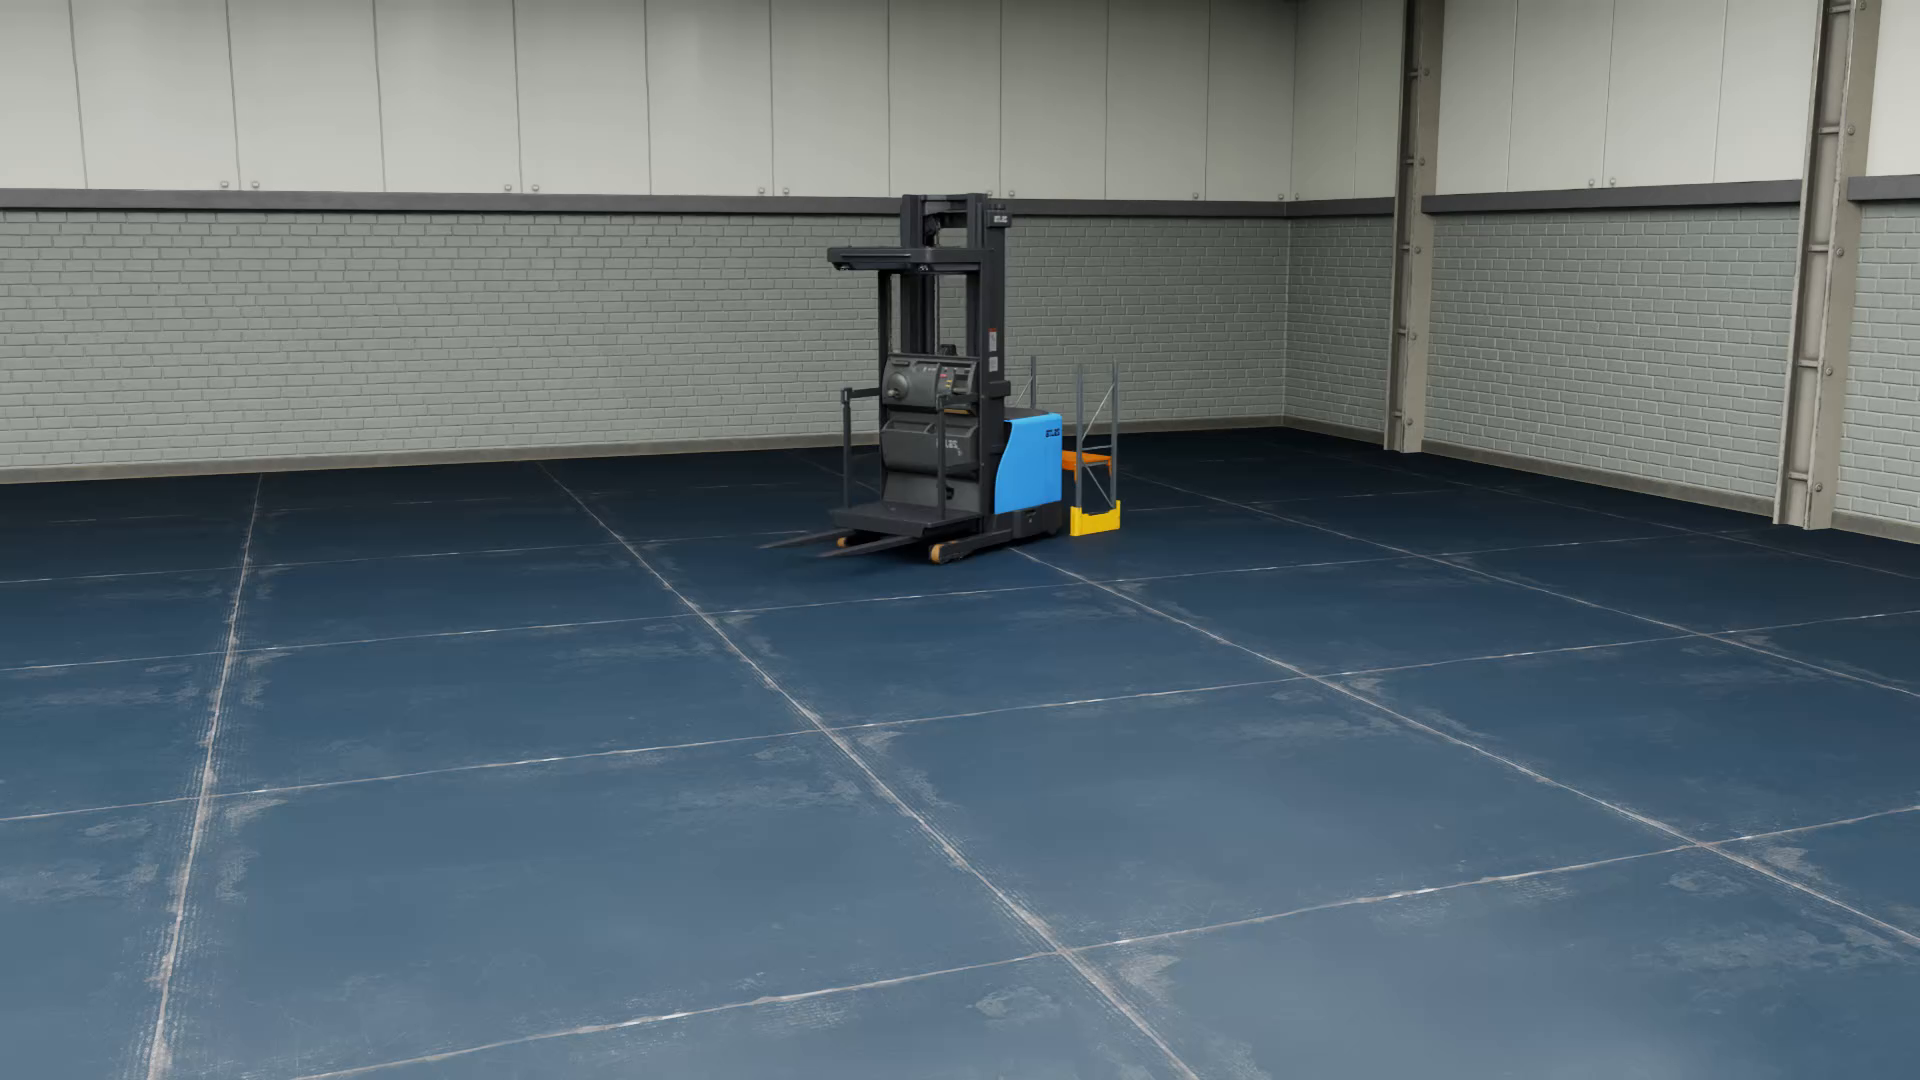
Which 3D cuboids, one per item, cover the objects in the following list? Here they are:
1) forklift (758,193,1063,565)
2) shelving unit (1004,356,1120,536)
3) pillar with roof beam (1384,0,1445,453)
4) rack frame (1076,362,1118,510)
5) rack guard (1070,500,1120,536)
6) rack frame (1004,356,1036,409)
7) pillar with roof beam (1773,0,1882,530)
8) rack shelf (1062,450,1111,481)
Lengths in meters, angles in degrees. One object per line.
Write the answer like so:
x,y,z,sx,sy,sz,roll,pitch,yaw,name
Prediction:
-0.381,-1.342,13.594,1.130,2.935,3.031,8,13,36,forklift
0.869,-0.877,15.068,0.587,1.500,1.083,-9,14,-42,shelving unit
1.498,-5.269,18.349,9.100,9.000,0.400,-4,11,-21,pillar with roof beam
1.210,-0.813,14.709,0.500,1.500,0.032,-9,14,-42,rack frame
1.209,-0.198,14.819,0.587,0.250,0.087,-9,14,-42,rack guard
0.516,-0.943,15.440,0.500,1.500,0.032,-9,14,-42,rack frame
3.672,-4.290,12.843,9.100,9.000,0.400,-4,11,-21,pillar with roof beam
0.863,-0.701,15.106,0.538,0.185,1.000,-9,14,-42,rack shelf
